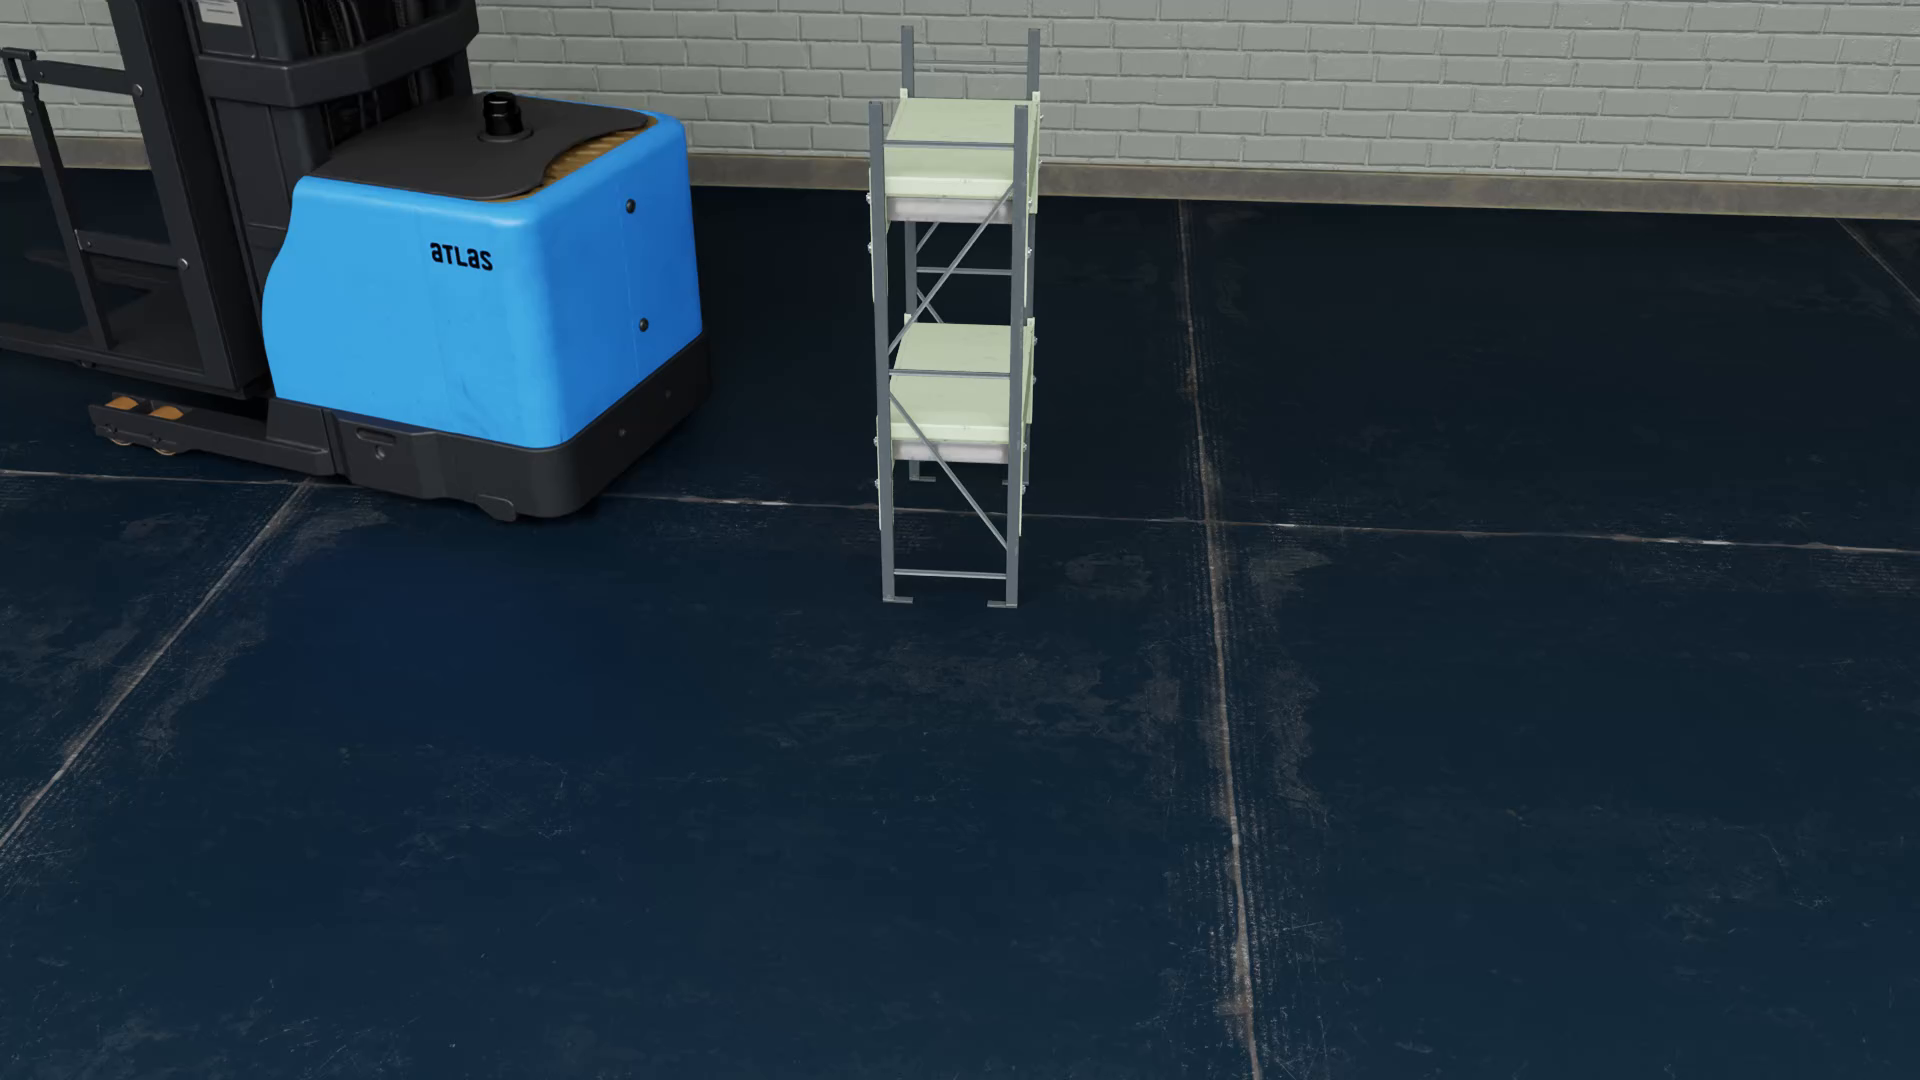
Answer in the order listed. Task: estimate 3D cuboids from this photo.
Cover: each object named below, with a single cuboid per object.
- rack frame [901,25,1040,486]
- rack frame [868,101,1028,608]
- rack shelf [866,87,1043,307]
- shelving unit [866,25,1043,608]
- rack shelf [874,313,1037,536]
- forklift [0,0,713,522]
[{"bbox_3d":[0.030,-0.833,5.173,0.400,1.500,0.023,2,32,4],"label":"rack frame"},{"bbox_3d":[-0.029,-0.451,4.552,0.400,1.500,0.023,2,32,4],"label":"rack frame"},{"bbox_3d":[0.001,-0.974,4.657,0.431,0.370,0.720,2,32,4],"label":"rack shelf"},{"bbox_3d":[0.001,-0.642,4.862,0.431,1.500,0.755,2,32,4],"label":"shelving unit"},{"bbox_3d":[0.001,-0.364,5.033,0.431,0.370,0.720,2,32,4],"label":"rack shelf"},{"bbox_3d":[-2.461,-1.783,5.349,3.031,2.935,1.130,11,33,18],"label":"forklift"}]
